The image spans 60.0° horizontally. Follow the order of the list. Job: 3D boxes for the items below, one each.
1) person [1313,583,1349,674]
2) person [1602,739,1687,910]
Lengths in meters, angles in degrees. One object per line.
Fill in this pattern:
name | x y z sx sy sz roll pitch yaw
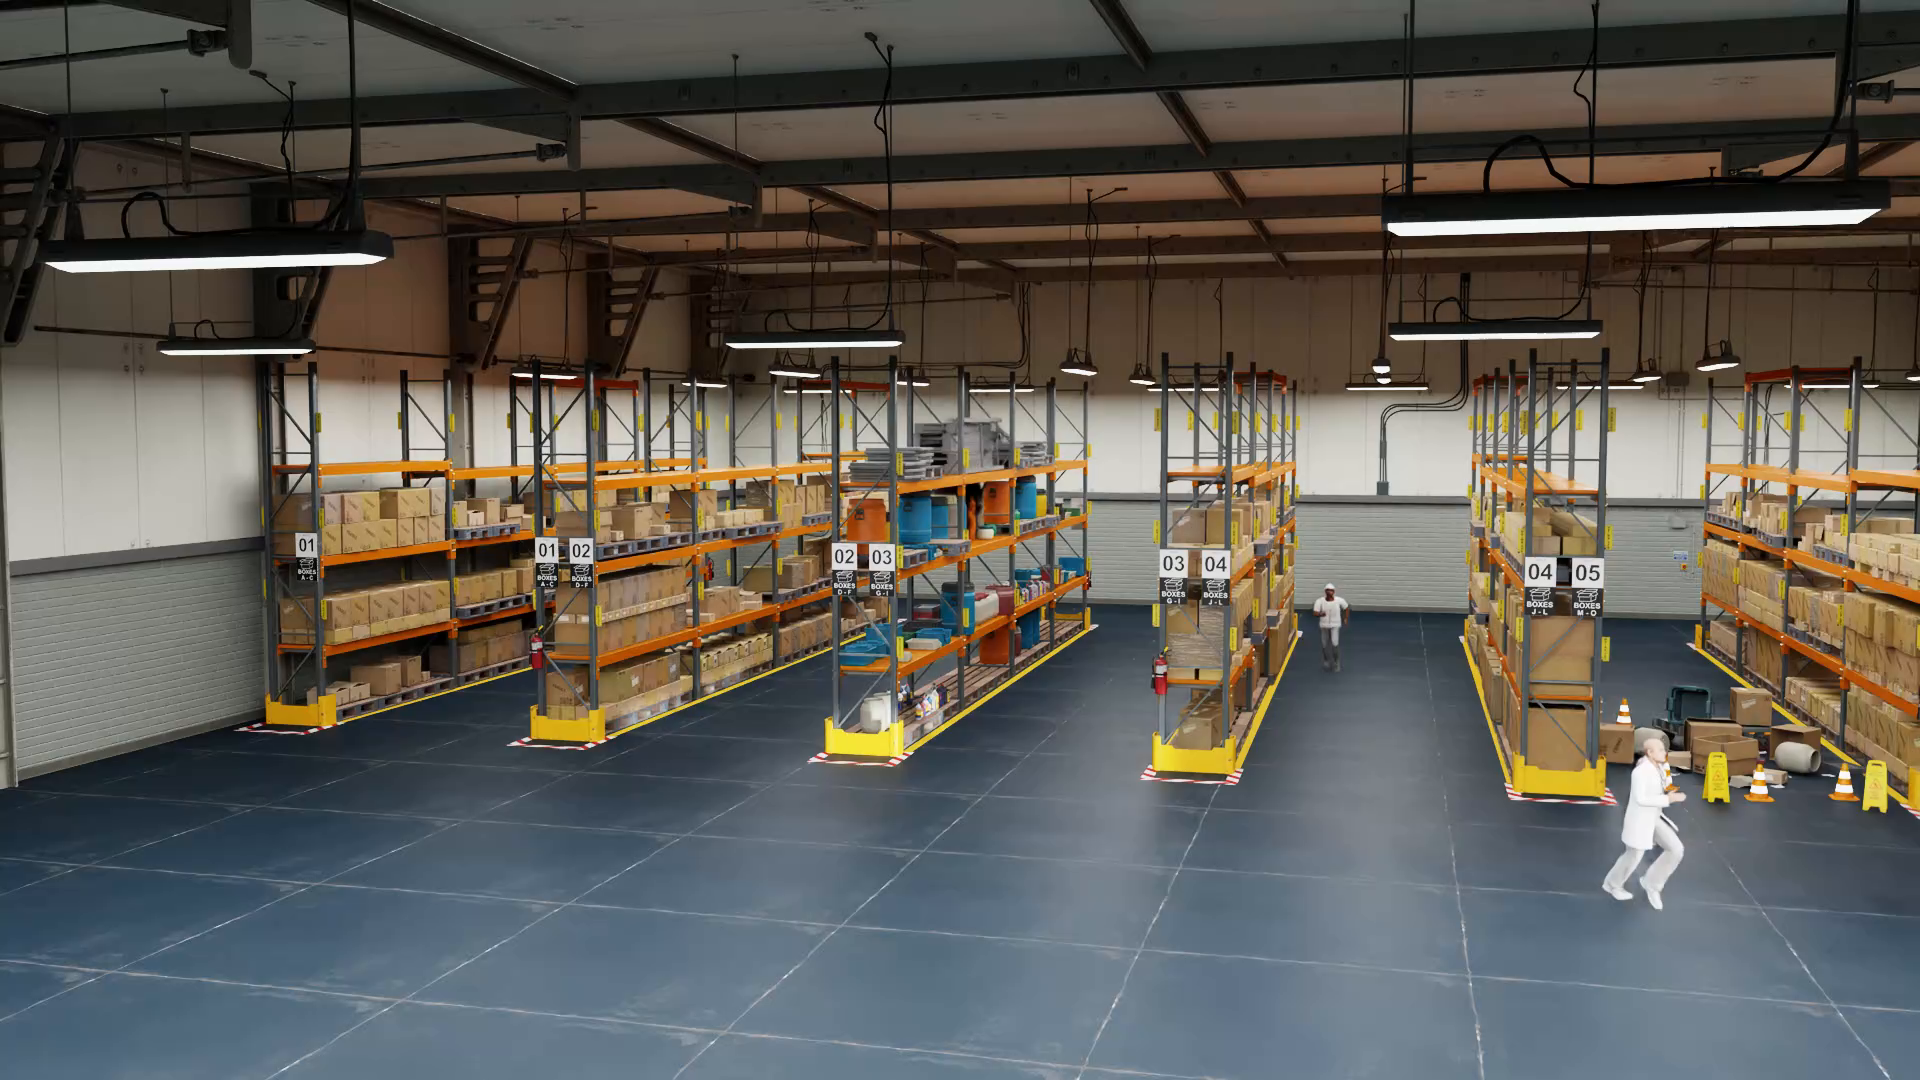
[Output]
person | 7.438 1.781 33.398 0.684 1.814 0.731 1 4 18
person | 7.067 2.914 17.149 0.751 1.781 0.893 -4 5 -42
